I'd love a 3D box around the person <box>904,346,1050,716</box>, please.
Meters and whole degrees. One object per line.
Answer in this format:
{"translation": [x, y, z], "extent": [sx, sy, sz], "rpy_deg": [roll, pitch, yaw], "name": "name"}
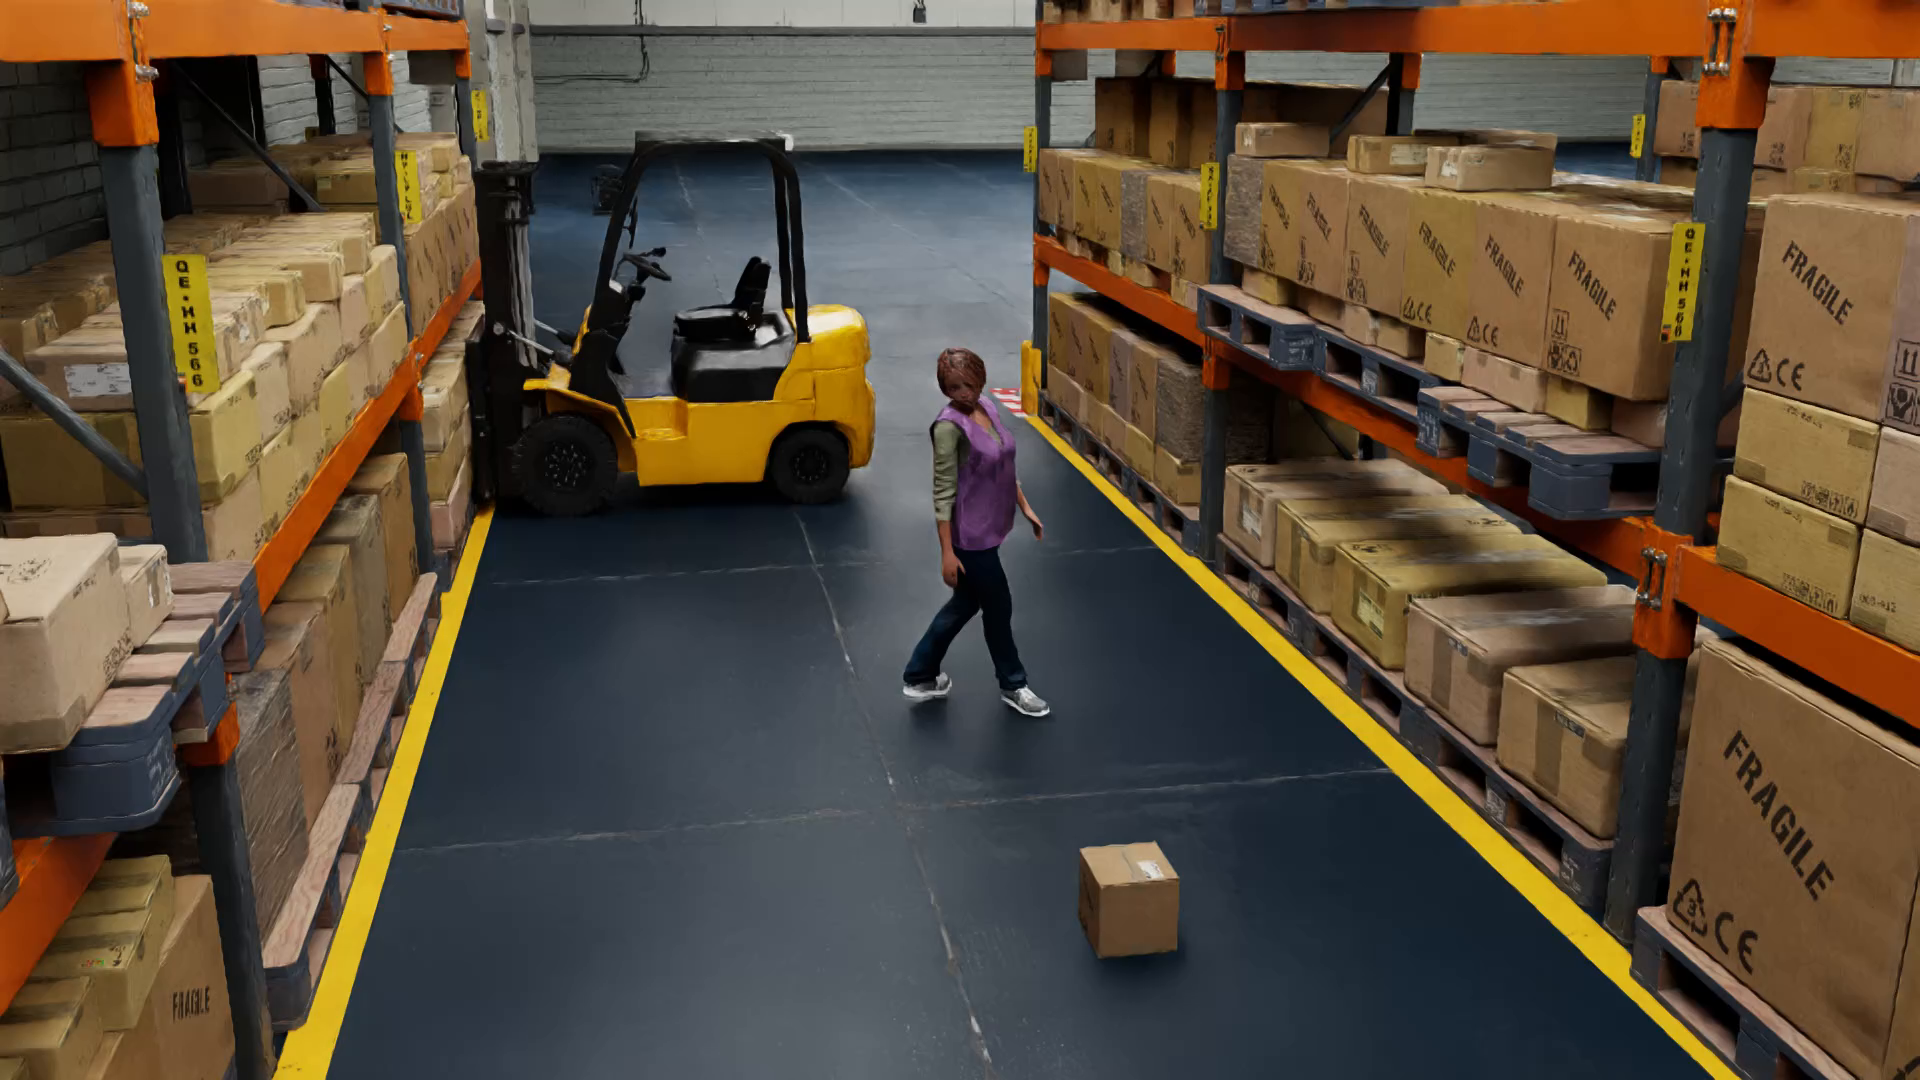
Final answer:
{"translation": [0.059, 0.000, 6.678], "extent": [0.613, 1.522, 0.467], "rpy_deg": [4, 17, 12], "name": "person"}
